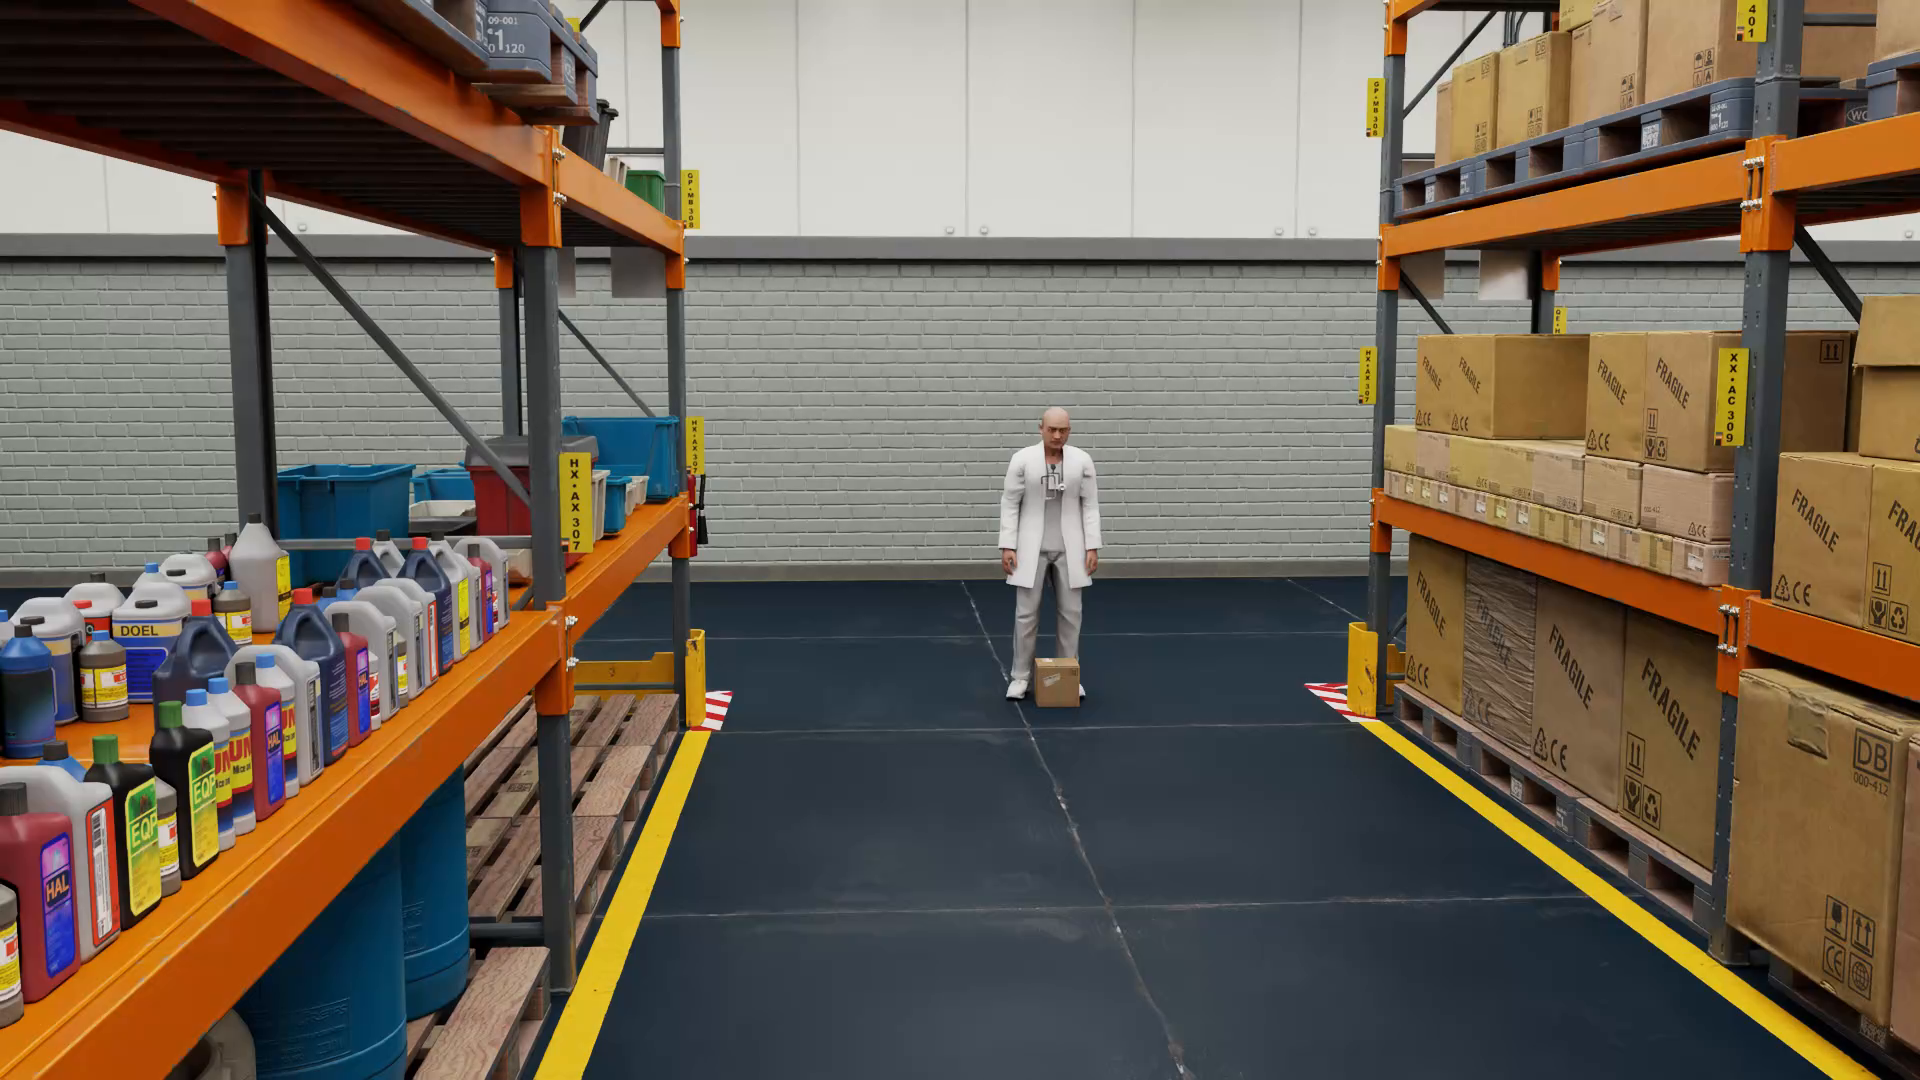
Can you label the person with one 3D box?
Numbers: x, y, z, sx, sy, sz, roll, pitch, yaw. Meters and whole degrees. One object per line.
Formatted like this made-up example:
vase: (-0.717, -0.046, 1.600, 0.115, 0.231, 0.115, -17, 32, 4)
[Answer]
person: (0.552, 0.073, 10.184, 0.641, 1.773, 0.427, 0, 7, -4)
